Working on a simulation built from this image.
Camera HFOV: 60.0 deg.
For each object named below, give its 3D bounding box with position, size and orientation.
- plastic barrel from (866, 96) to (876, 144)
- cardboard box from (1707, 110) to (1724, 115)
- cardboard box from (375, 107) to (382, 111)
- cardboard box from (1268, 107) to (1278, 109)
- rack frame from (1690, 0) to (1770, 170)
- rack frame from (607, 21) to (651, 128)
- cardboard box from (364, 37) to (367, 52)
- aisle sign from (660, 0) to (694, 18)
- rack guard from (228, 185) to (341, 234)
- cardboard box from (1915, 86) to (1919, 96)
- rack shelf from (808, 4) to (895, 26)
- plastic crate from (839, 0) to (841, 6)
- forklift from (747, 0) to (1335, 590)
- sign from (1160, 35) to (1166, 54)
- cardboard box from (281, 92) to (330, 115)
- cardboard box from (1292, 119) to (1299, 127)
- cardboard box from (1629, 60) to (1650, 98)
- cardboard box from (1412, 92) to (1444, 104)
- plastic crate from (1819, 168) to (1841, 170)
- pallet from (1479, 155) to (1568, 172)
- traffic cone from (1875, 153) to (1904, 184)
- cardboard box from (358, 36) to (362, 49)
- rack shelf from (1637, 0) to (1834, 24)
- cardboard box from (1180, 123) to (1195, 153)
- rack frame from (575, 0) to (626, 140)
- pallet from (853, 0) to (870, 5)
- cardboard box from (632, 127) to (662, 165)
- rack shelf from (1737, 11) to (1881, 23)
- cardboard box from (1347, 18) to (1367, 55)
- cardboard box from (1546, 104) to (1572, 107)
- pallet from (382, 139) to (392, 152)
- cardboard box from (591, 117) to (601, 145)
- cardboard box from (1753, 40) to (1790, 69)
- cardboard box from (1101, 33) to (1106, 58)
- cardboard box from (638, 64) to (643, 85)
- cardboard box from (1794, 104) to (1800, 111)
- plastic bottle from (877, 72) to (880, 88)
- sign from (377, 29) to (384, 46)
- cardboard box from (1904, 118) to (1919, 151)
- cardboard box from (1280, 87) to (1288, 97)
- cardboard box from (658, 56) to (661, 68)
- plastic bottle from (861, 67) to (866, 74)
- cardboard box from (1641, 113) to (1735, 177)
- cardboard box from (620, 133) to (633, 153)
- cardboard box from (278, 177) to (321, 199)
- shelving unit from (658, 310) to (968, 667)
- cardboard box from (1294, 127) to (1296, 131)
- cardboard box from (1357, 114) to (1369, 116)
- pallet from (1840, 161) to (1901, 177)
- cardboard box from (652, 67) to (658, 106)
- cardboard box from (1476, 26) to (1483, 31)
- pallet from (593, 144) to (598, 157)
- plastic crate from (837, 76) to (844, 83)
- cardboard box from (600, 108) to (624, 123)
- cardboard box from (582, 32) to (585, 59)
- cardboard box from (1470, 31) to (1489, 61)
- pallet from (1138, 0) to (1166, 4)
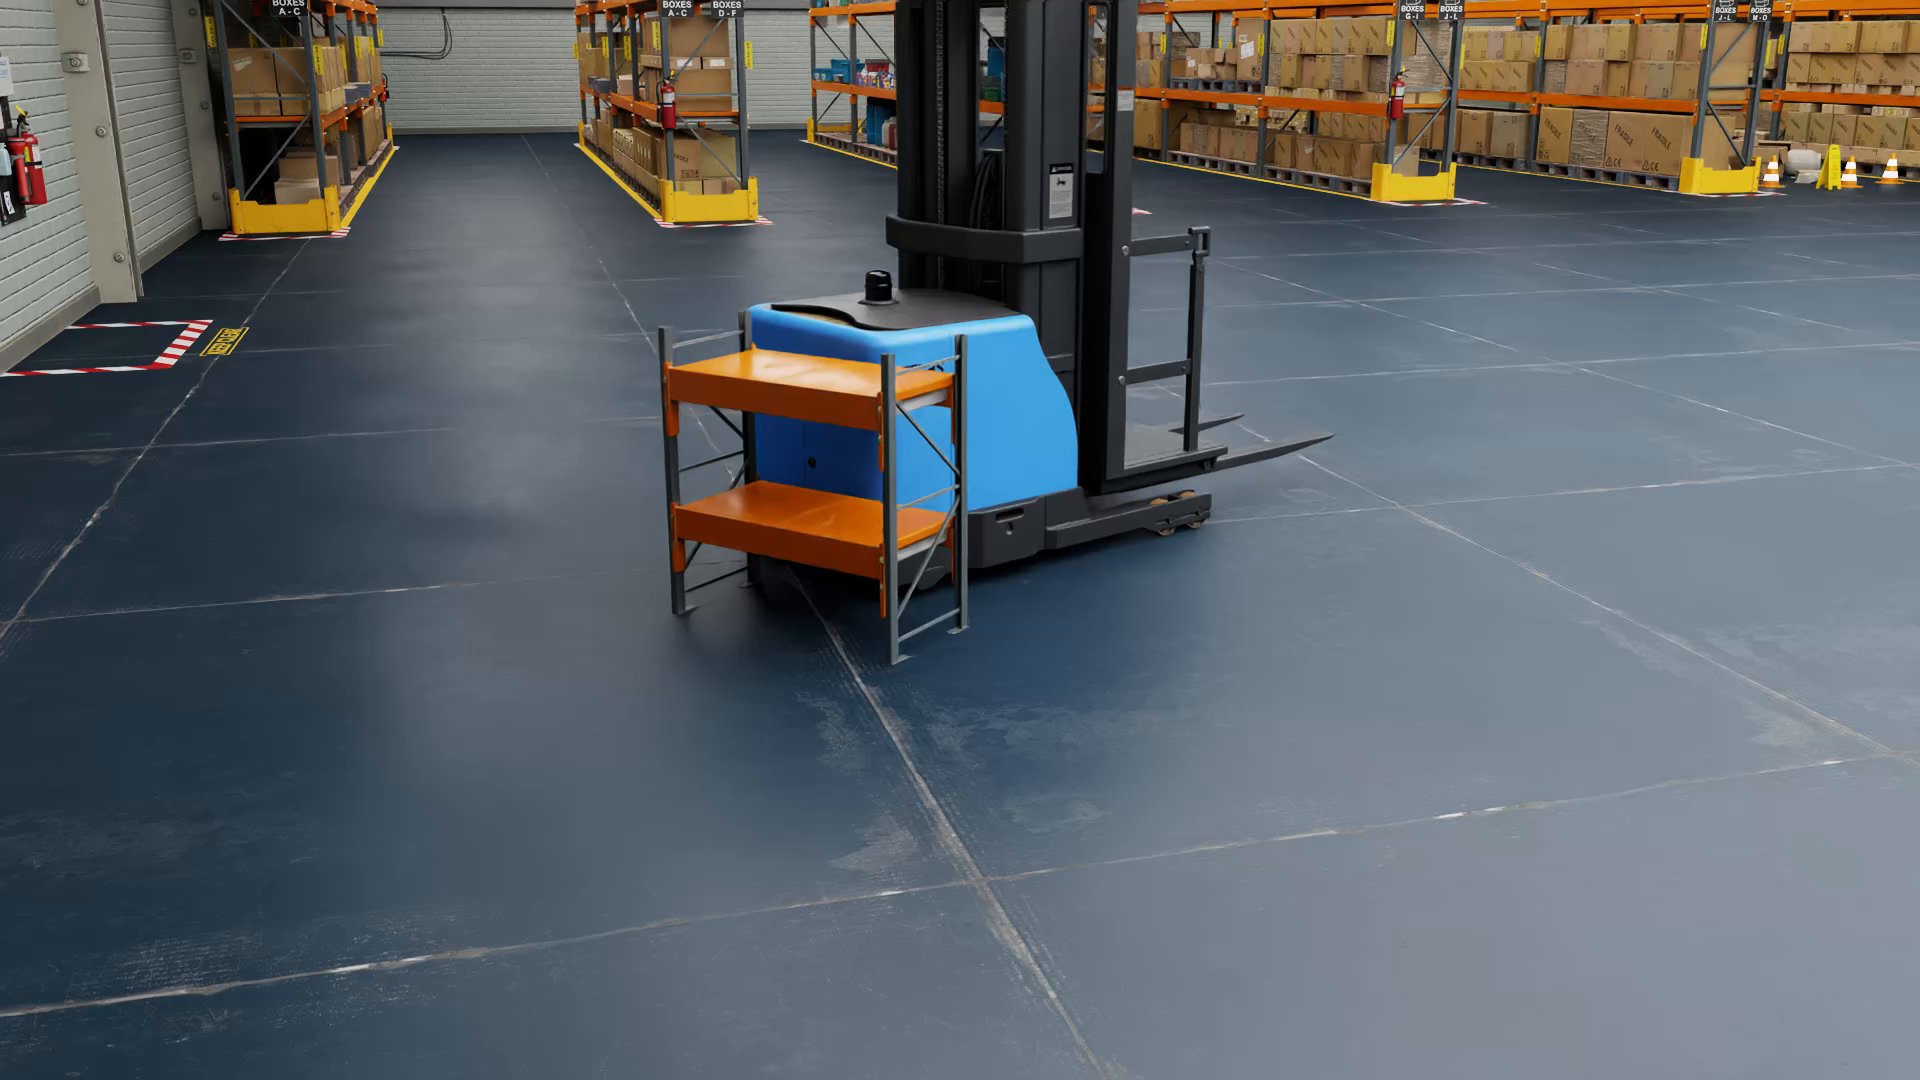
[{"bbox_3d":[-1.526,-8.199,32.452,0.600,0.901,0.708,-5,17,-15],"label":"plastic barrel"},{"bbox_3d":[17.320,-9.576,37.732,0.500,0.500,0.500,-4,17,-13],"label":"cardboard box"},{"bbox_3d":[-11.785,-8.586,33.309,0.380,0.149,0.250,-5,17,-16],"label":"cardboard box"},{"bbox_3d":[7.204,-9.937,38.512,0.380,0.149,0.250,-4,17,-14],"label":"cardboard box"},{"bbox_3d":[11.198,-6.591,24.182,1.000,3.000,0.127,-5,17,-15],"label":"rack frame"},{"bbox_3d":[-5.323,-7.658,27.732,1.000,3.000,0.127,-5,17,-15],"label":"rack frame"},{"bbox_3d":[-10.679,-8.680,29.104,0.500,0.250,0.500,-4,17,-14],"label":"cardboard box"},{"bbox_3d":[-3.389,-6.649,19.854,0.394,0.787,0.004,-5,17,-15],"label":"aisle sign"},{"bbox_3d":[-7.908,-3.876,19.488,1.175,0.500,0.348,-5,17,-15],"label":"rack guard"},{"bbox_3d":[15.395,-7.111,26.348,0.380,0.149,0.250,-5,17,-16],"label":"cardboard box"},{"bbox_3d":[-2.209,-10.800,34.229,1.077,0.370,4.000,-5,17,-15],"label":"rack shelf"},{"bbox_3d":[-2.216,-10.738,33.063,0.416,0.233,0.300,-5,17,-15],"label":"plastic crate"},{"bbox_3d":[0.529,-1.528,7.444,3.031,2.935,1.130,-13,21,-37],"label":"forklift"},{"bbox_3d":[3.670,-8.950,30.020,0.100,0.325,0.005,-5,17,-15],"label":"sign"},{"bbox_3d":[-7.716,-5.150,19.610,0.500,0.250,0.500,-5,17,-17],"label":"cardboard box"},{"bbox_3d":[7.422,-9.025,35.991,0.380,0.149,0.250,-6,18,-18],"label":"cardboard box"},{"bbox_3d":[10.847,-7.078,25.539,0.875,0.550,0.550,-5,17,-15],"label":"cardboard box"},{"bbox_3d":[6.552,-6.205,23.331,0.380,0.149,0.250,-5,17,-15],"label":"cardboard box"},{"bbox_3d":[14.473,-6.220,28.019,0.402,0.080,0.583,-12,20,-34],"label":"plastic crate"},{"bbox_3d":[9.814,-6.570,28.957,1.003,0.211,1.213,-5,17,-15],"label":"pallet"},{"bbox_3d":[14.571,-5.813,25.999,0.336,0.463,0.334,-5,17,-15],"label":"traffic cone"},{"bbox_3d":[-10.252,-8.257,27.697,0.500,0.250,0.500,-5,17,-15],"label":"cardboard box"},{"bbox_3d":[14.281,-9.762,30.775,1.077,0.370,4.000,-5,17,-15],"label":"rack shelf"},{"bbox_3d":[4.406,-7.270,30.021,0.700,0.500,0.500,-6,18,-18],"label":"cardboard box"},{"bbox_3d":[-7.522,-9.871,35.099,1.000,3.000,0.127,-5,17,-15],"label":"rack frame"},{"bbox_3d":[-1.350,-10.292,31.615,1.213,0.211,1.003,-5,17,-15],"label":"pallet"},{"bbox_3d":[-4.398,-5.642,23.767,0.500,0.500,0.500,-5,17,-15],"label":"cardboard box"},{"bbox_3d":[17.953,-11.262,35.768,1.077,0.370,4.000,-5,17,-15],"label":"rack shelf"},{"bbox_3d":[5.869,-7.167,23.669,0.500,0.500,0.500,-5,17,-15],"label":"cardboard box"},{"bbox_3d":[13.135,-9.099,35.493,0.875,0.875,0.875,-4,17,-14],"label":"cardboard box"},{"bbox_3d":[-11.989,-7.928,33.477,1.003,0.211,1.213,-5,17,-15],"label":"pallet"},{"bbox_3d":[-6.852,-7.913,32.162,0.500,0.500,0.500,-5,17,-15],"label":"cardboard box"},{"bbox_3d":[14.483,-8.618,29.508,0.500,0.500,0.500,-5,17,-16],"label":"cardboard box"},{"bbox_3d":[3.287,-9.899,33.275,0.797,0.503,0.637,-5,17,-17],"label":"cardboard box"},{"bbox_3d":[-4.702,-7.097,25.692,0.500,0.500,0.500,-5,17,-15],"label":"cardboard box"},{"bbox_3d":[17.988,-9.198,35.345,0.380,0.149,0.250,-5,18,-17],"label":"cardboard box"},{"bbox_3d":[-1.483,-8.475,30.655,0.061,0.283,0.133,-5,17,-15],"label":"plastic bottle"},{"bbox_3d":[-11.758,-10.185,33.721,0.100,0.325,0.005,-5,17,-15],"label":"sign"},{"bbox_3d":[15.459,-6.455,26.474,0.500,0.500,0.500,-5,17,-15],"label":"cardboard box"},{"bbox_3d":[5.223,-6.993,25.955,0.380,0.149,0.250,-5,17,-15],"label":"cardboard box"},{"bbox_3d":[-3.696,-6.180,21.509,0.380,0.149,0.250,-4,17,-14],"label":"cardboard box"},{"bbox_3d":[-1.863,-8.997,32.276,0.144,0.351,0.185,-5,17,-15],"label":"plastic bottle"},{"bbox_3d":[10.948,-5.957,25.034,0.875,0.875,0.875,-5,17,-15],"label":"cardboard box"},{"bbox_3d":[-5.030,-6.215,26.002,0.500,0.311,0.500,-5,17,-16],"label":"cardboard box"},{"bbox_3d":[-8.147,-4.332,20.567,0.500,0.311,0.500,-3,17,-11],"label":"cardboard box"},{"bbox_3d":[-0.546,-0.228,6.254,1.048,1.125,0.538,11,20,32],"label":"shelving unit"},{"bbox_3d":[7.474,-8.907,36.114,0.380,0.149,0.250,-4,17,-14],"label":"cardboard box"},{"bbox_3d":[8.285,-8.617,33.235,0.500,0.250,0.500,-4,17,-14],"label":"cardboard box"},{"bbox_3d":[15.388,-6.261,27.927,1.003,0.211,1.213,-5,17,-15],"label":"pallet"},{"bbox_3d":[-3.811,-6.193,22.680,0.700,0.500,0.500,-4,17,-14],"label":"cardboard box"},{"bbox_3d":[11.950,-11.586,37.770,0.380,0.149,0.250,-5,17,-16],"label":"cardboard box"},{"bbox_3d":[-6.610,-7.619,32.449,1.003,0.211,1.213,-5,17,-15],"label":"pallet"},{"bbox_3d":[-2.225,-9.340,33.707,0.437,0.125,0.590,-5,17,-15],"label":"plastic crate"},{"bbox_3d":[-6.249,-7.707,30.174,0.500,0.250,0.500,-5,17,-15],"label":"cardboard box"},{"bbox_3d":[-7.229,-9.831,33.054,0.500,0.500,0.500,-5,17,-16],"label":"cardboard box"},{"bbox_3d":[9.537,-8.783,29.566,0.700,0.500,0.500,-5,17,-16],"label":"cardboard box"},{"bbox_3d":[3.975,-9.960,30.511,1.213,0.211,1.003,-4,17,-13],"label":"pallet"}]
